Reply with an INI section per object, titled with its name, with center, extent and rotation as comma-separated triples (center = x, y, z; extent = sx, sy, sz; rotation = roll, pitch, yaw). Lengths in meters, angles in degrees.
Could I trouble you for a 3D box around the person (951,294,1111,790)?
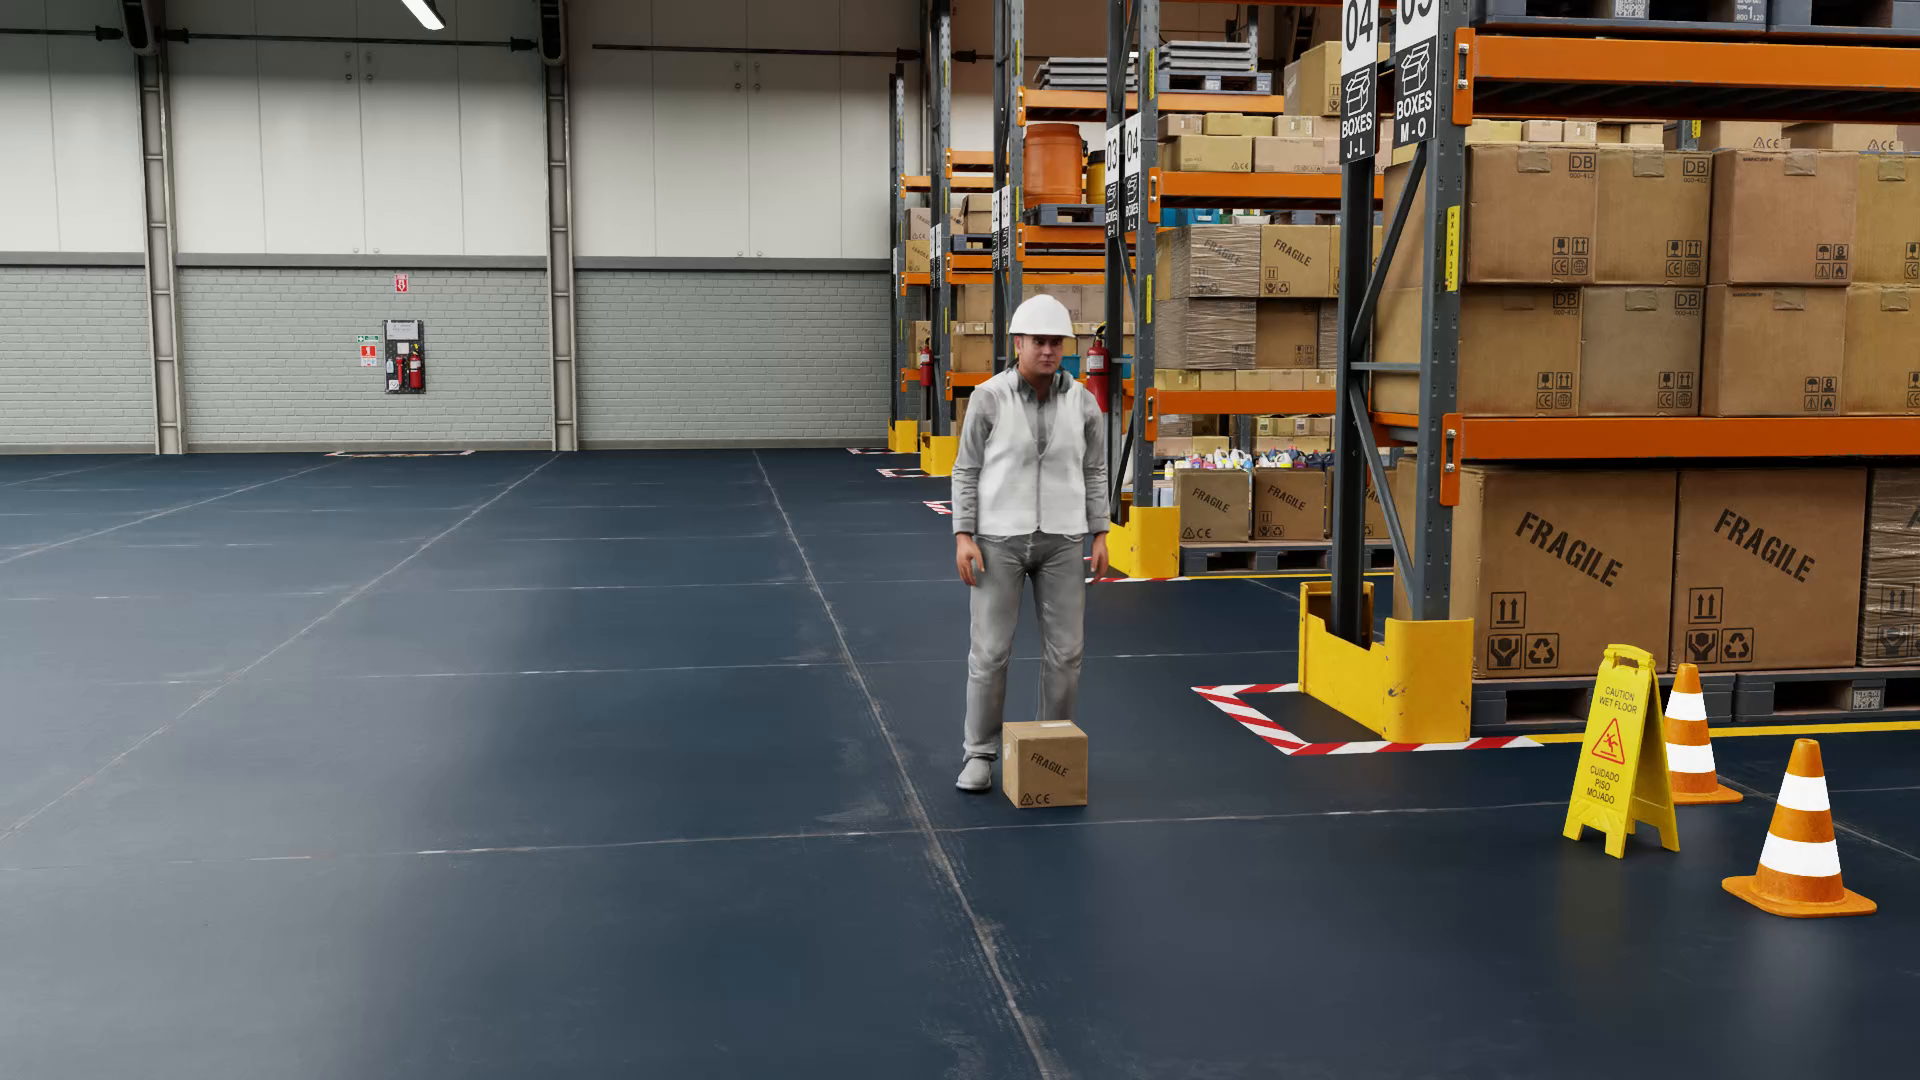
[person]
center = 0.260, 0.005, 6.045
extent = 0.591, 1.773, 0.458
rotation = -1, 7, -11
